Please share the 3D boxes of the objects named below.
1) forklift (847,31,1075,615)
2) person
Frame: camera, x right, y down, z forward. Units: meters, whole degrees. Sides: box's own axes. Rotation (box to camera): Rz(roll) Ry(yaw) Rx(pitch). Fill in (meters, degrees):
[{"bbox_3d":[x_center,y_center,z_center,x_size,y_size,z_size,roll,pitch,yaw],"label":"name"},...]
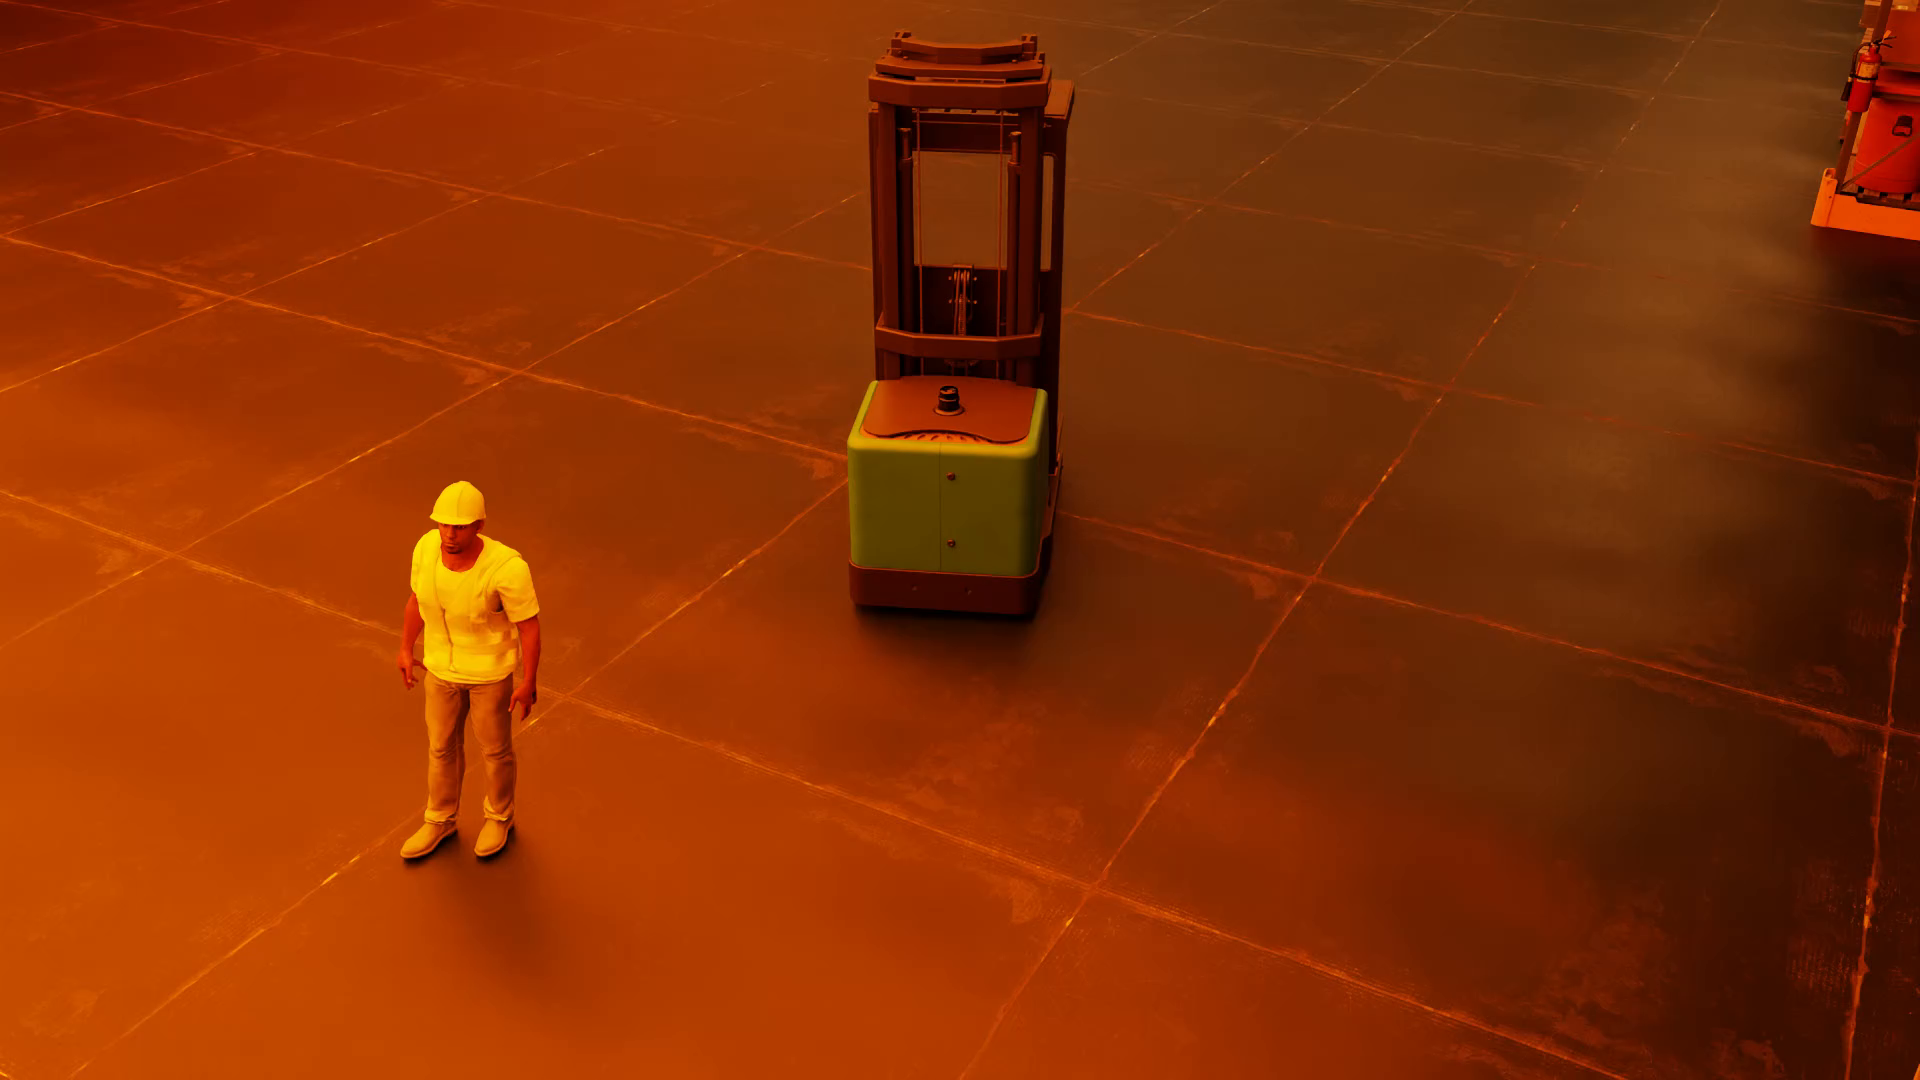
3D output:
[{"bbox_3d":[0.072,-1.572,9.794,1.130,2.935,3.031,3,30,6],"label":"forklift"},{"bbox_3d":[-2.156,0.589,7.201,0.665,1.766,0.577,9,31,15],"label":"person"}]
